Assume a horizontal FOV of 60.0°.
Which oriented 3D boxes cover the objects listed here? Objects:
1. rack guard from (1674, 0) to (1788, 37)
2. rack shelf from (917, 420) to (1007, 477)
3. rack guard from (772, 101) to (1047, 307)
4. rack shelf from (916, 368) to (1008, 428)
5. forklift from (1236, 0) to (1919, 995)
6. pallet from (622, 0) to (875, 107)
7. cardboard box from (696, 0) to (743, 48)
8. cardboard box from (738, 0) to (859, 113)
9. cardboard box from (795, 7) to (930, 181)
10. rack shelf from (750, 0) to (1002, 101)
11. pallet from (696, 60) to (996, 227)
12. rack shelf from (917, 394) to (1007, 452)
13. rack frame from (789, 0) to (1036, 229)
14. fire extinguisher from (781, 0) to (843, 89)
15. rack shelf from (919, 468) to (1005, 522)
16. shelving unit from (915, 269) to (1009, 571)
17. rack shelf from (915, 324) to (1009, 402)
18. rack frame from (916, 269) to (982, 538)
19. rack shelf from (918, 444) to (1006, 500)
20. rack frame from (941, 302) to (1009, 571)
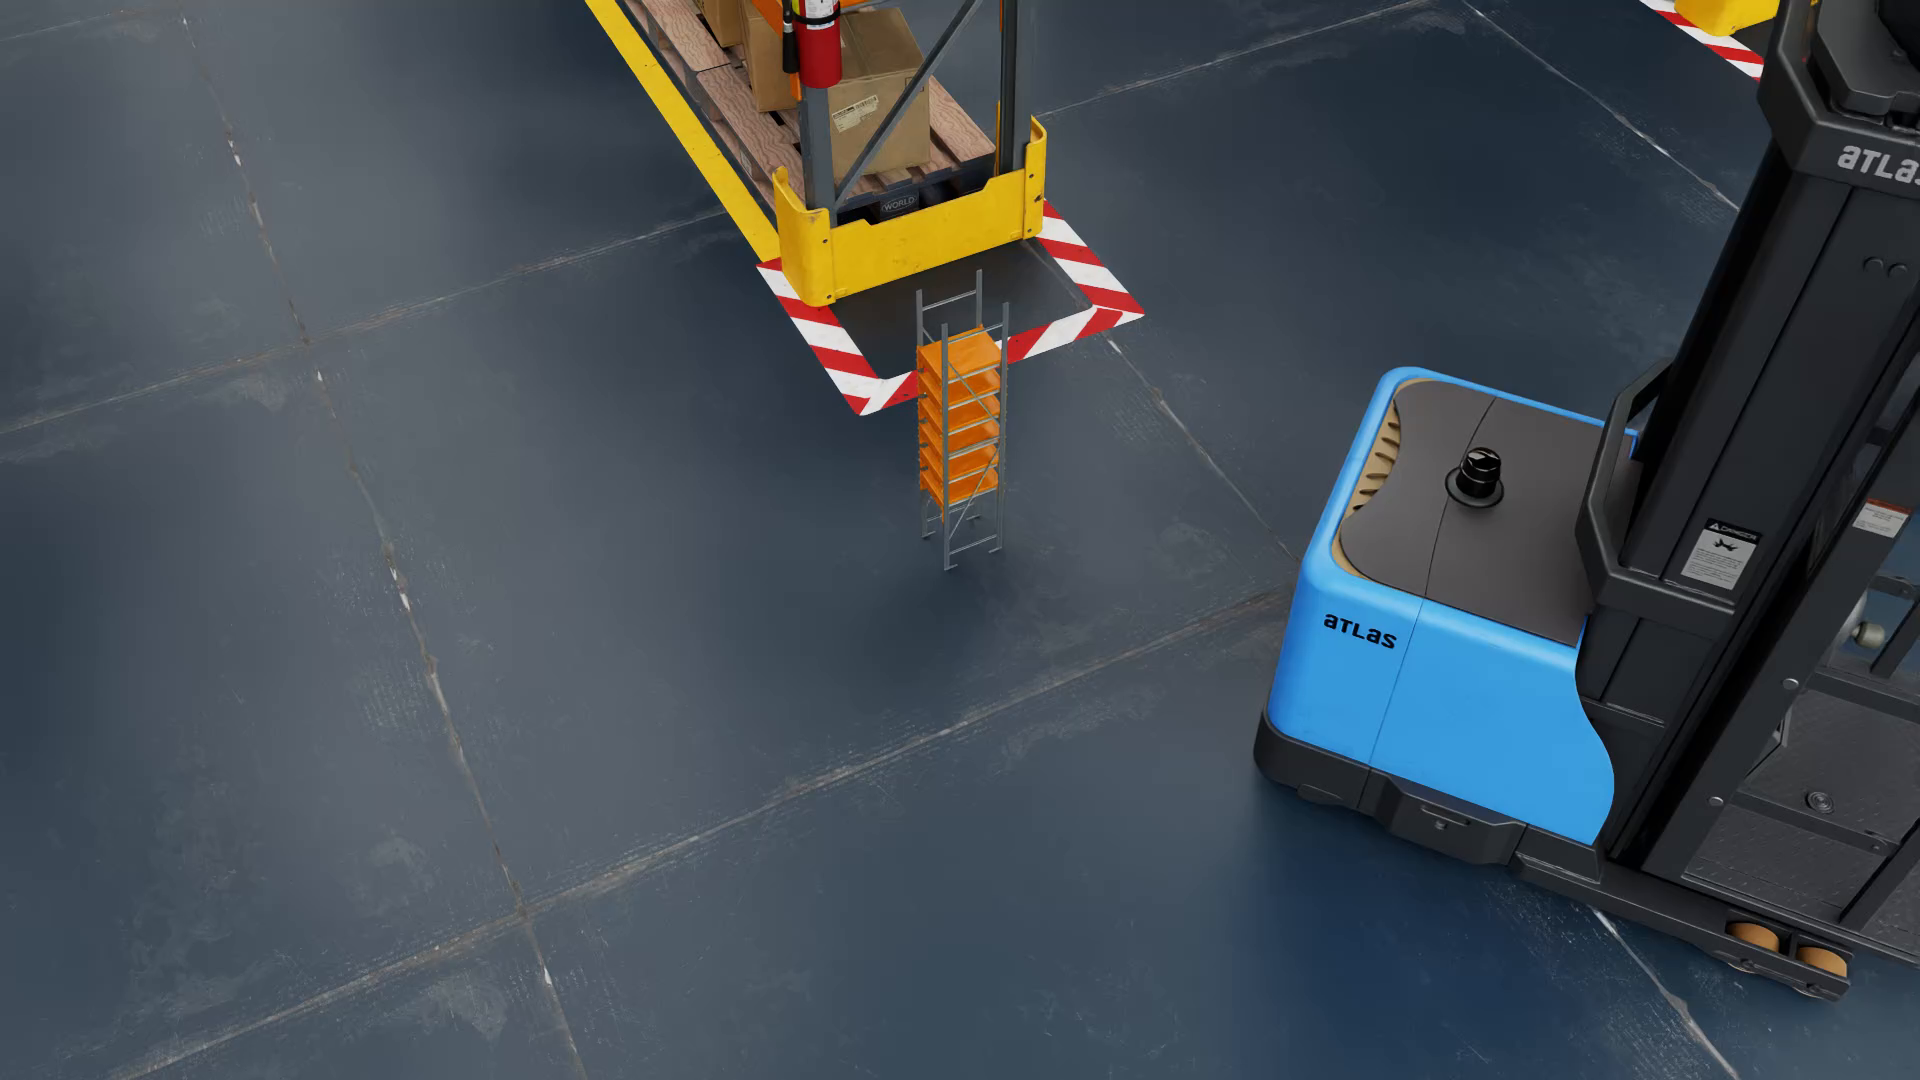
[{"bbox_3d":[4.297,-3.036,8.573,1.175,0.500,0.348,-21,52,-18],"label":"rack guard"},{"bbox_3d":[0.007,-0.356,5.823,0.258,0.103,0.180,-21,52,-18],"label":"rack shelf"},{"bbox_3d":[-0.205,-1.462,7.196,1.175,0.500,0.348,-21,52,-18],"label":"rack guard"},{"bbox_3d":[0.007,-0.514,5.643,0.258,0.103,0.180,-21,52,-18],"label":"rack shelf"},{"bbox_3d":[2.482,-0.059,4.355,3.031,2.935,1.130,19,52,16],"label":"forklift"},{"bbox_3d":[-1.099,-2.738,8.505,1.003,0.211,1.213,-21,52,-18],"label":"pallet"},{"bbox_3d":[-1.015,-2.787,8.076,0.500,0.500,0.500,-17,51,-14],"label":"cardboard box"},{"bbox_3d":[-0.745,-2.361,7.704,0.500,0.500,0.500,-9,49,-8],"label":"cardboard box"},{"bbox_3d":[-0.441,-1.973,7.364,0.500,0.500,0.500,-13,50,-11],"label":"cardboard box"},{"bbox_3d":[-1.085,-3.336,7.653,1.077,0.370,4.000,-21,52,-18],"label":"rack shelf"},{"bbox_3d":[-0.545,-1.923,7.791,1.003,0.211,1.213,-21,52,-18],"label":"pallet"},{"bbox_3d":[0.007,-0.435,5.733,0.258,0.103,0.180,-21,52,-18],"label":"rack shelf"},{"bbox_3d":[-0.170,-2.234,6.211,1.000,3.000,0.127,-21,52,-18],"label":"rack frame"},{"bbox_3d":[-0.527,-1.973,6.034,0.296,0.674,0.183,-21,52,-18],"label":"fire extinguisher"},{"bbox_3d":[0.007,-0.198,6.004,0.258,0.103,0.180,-21,52,-18],"label":"rack shelf"},{"bbox_3d":[0.007,-0.385,5.790,0.258,1.200,0.189,-21,52,-18],"label":"shelving unit"},{"bbox_3d":[0.007,-0.593,5.552,0.258,0.103,0.180,-21,52,-18],"label":"rack shelf"},{"bbox_3d":[-0.035,-0.447,5.843,0.240,1.200,0.006,-21,52,-18],"label":"rack frame"},{"bbox_3d":[0.007,-0.277,5.914,0.258,0.103,0.180,-21,52,-18],"label":"rack shelf"},{"bbox_3d":[0.049,-0.324,5.736,0.240,1.200,0.006,-21,52,-18],"label":"rack frame"}]
